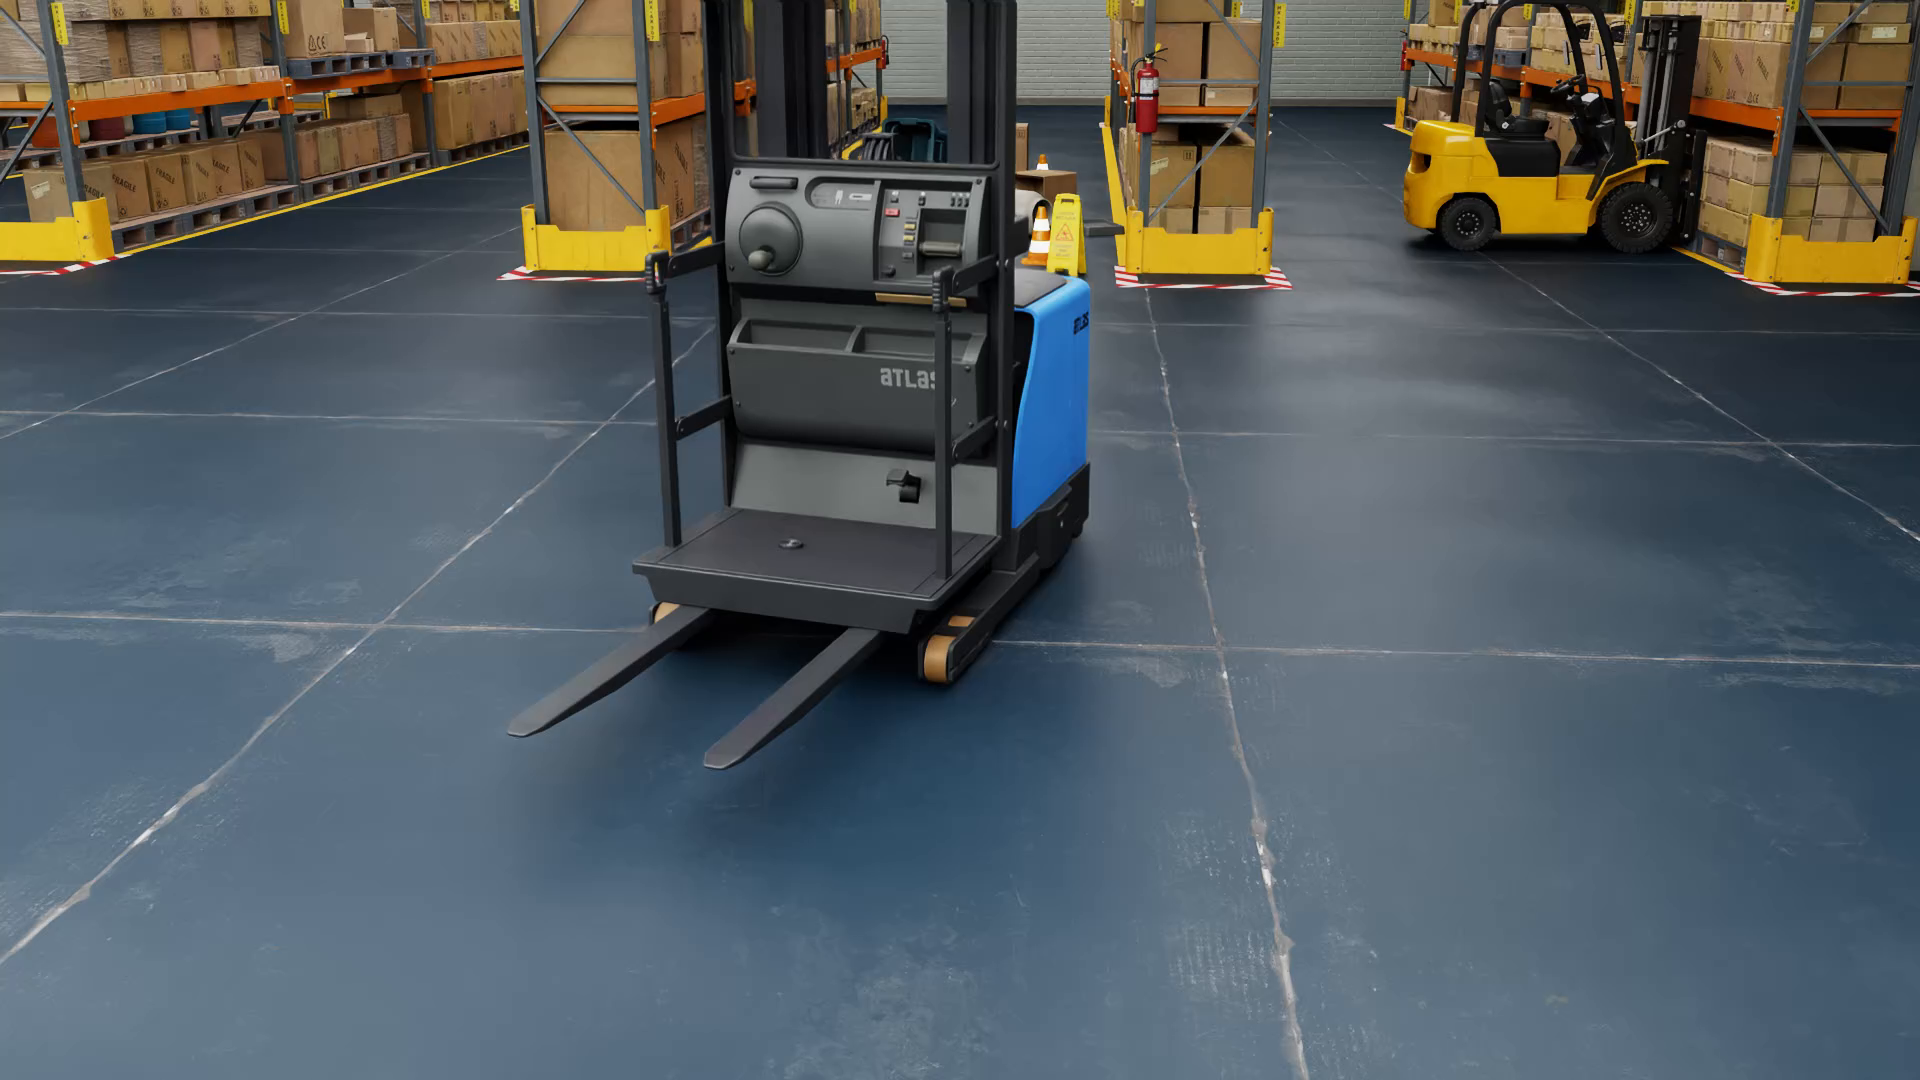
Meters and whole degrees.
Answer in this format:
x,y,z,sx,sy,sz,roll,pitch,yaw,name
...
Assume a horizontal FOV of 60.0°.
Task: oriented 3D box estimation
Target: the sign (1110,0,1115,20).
x,y,z,sx,sy,sz,roll,pitch,yaw,name
2.252,-7.808,24.417,0.100,0.325,0.005,1,18,4,sign

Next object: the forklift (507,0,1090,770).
x,y,z,sx,sy,sz,roll,pitch,yaw,name
-0.431,-1.059,5.447,1.130,2.935,3.031,6,19,19,forklift

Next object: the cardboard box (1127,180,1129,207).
x,y,z,sx,sy,sz,roll,pitch,yaw,name
1.894,-3.412,16.261,0.500,0.250,0.500,2,18,7,cardboard box

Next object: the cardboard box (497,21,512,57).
x,y,z,sx,sy,sz,roll,pitch,yaw,name
-6.882,-7.311,24.257,0.500,0.500,0.500,2,18,6,cardboard box

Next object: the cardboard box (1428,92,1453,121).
x,y,z,sx,sy,sz,roll,pitch,yaw,name
7.731,-6.717,25.944,0.700,0.500,0.500,1,18,2,cardboard box

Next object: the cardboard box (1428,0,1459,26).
x,y,z,sx,sy,sz,roll,pitch,yaw,name
7.635,-8.306,26.012,0.500,0.500,0.500,2,18,5,cardboard box

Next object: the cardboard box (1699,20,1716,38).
x,y,z,sx,sy,sz,roll,pitch,yaw,name
6.768,-4.536,14.746,0.380,0.149,0.250,1,18,3,cardboard box

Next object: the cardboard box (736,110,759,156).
x,y,z,sx,sy,sz,roll,pitch,yaw,name
-2.757,-4.267,18.066,1.050,0.750,0.750,1,18,4,cardboard box

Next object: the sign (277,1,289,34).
x,y,z,sx,sy,sz,roll,pitch,yaw,name
-7.110,-5.485,17.456,0.100,0.325,0.005,1,18,4,sign

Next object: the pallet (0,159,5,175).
x,y,z,sx,sy,sz,roll,pitch,yaw,name
-12.490,-4.494,20.299,1.003,0.211,1.213,1,18,4,pallet

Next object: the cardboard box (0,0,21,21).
x,y,z,sx,sy,sz,roll,pitch,yaw,name
-8.146,-4.682,14.150,0.500,0.500,0.500,1,18,4,cardboard box

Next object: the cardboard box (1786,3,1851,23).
x,y,z,sx,sy,sz,roll,pitch,yaw,name
6.712,-4.124,13.010,0.380,0.149,0.250,1,18,4,cardboard box

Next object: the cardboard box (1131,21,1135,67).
x,y,z,sx,sy,sz,roll,pitch,yaw,name
1.861,-4.609,15.533,0.500,0.500,0.500,1,18,3,cardboard box

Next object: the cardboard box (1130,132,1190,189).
x,y,z,sx,sy,sz,roll,pitch,yaw,name
1.820,-3.443,15.150,0.500,0.500,0.500,1,18,3,cardboard box

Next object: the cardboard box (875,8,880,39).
x,y,z,sx,sy,sz,roll,pitch,yaw,name
-1.627,-8.712,28.056,0.500,0.500,0.500,2,18,5,cardboard box

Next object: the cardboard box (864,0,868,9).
x,y,z,sx,sy,sz,roll,pitch,yaw,name
-1.736,-8.702,26.417,0.500,0.500,0.500,1,18,2,cardboard box

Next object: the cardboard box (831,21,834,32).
x,y,z,sx,sy,sz,roll,pitch,yaw,name
-2.009,-7.361,23.822,0.380,0.149,0.250,2,18,6,cardboard box

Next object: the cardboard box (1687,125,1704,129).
x,y,z,sx,sy,sz,roll,pitch,yaw,name
6.789,-3.819,15.897,0.500,0.250,0.500,1,18,4,cardboard box

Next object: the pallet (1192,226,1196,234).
x,y,z,sx,sy,sz,roll,pitch,yaw,name
2.045,-2.570,14.428,1.003,0.211,1.213,1,18,4,pallet

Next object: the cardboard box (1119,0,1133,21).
x,y,z,sx,sy,sz,roll,pitch,yaw,name
1.742,-4.765,14.405,0.700,0.500,0.500,1,18,3,cardboard box

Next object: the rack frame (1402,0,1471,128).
x,y,z,sx,sy,sz,roll,pitch,yaw,name
8.044,-8.480,27.985,1.000,3.000,0.127,1,18,4,rack frame

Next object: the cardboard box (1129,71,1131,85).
x,y,z,sx,sy,sz,roll,pitch,yaw,name
1.890,-4.652,16.708,0.380,0.149,0.250,1,18,4,cardboard box

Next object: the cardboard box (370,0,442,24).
x,y,z,sx,sy,sz,roll,pitch,yaw,name
-7.297,-7.077,21.932,0.797,0.503,0.637,2,18,6,cardboard box

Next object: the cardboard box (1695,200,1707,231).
x,y,z,sx,sy,sz,roll,pitch,yaw,name
6.705,-2.866,14.593,0.500,0.250,0.500,1,18,5,cardboard box

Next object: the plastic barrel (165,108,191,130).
x,y,z,sx,sy,sz,roll,pitch,yaw,name
-12.075,-6.713,25.288,0.600,0.901,0.708,1,18,4,plastic barrel

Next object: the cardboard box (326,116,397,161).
x,y,z,sx,sy,sz,roll,pitch,yaw,name
-7.421,-4.966,20.570,0.700,0.500,0.500,0,18,-1,cardboard box

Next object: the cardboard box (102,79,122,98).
x,y,z,sx,sy,sz,roll,pitch,yaw,name
-7.611,-3.960,14.594,0.380,0.149,0.250,1,18,4,cardboard box

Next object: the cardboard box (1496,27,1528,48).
x,y,z,sx,sy,sz,roll,pitch,yaw,name
7.223,-6.458,21.382,0.500,0.250,0.500,0,18,1,cardboard box

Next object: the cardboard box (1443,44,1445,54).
x,y,z,sx,sy,sz,roll,pitch,yaw,name
7.565,-7.466,25.295,0.380,0.149,0.250,2,18,5,cardboard box

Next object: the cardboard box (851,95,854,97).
x,y,z,sx,sy,sz,roll,pitch,yaw,name
-1.864,-6.902,26.117,0.380,0.149,0.250,1,18,2,cardboard box

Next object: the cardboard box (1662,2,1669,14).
x,y,z,sx,sy,sz,roll,pitch,yaw,name
6.954,-5.074,15.911,0.380,0.149,0.250,2,18,5,cardboard box

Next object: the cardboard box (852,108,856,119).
x,y,z,sx,sy,sz,roll,pitch,yaw,name
-1.794,-6.518,25.424,0.380,0.149,0.250,2,18,6,cardboard box

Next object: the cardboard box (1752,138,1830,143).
x,y,z,sx,sy,sz,roll,pitch,yaw,name
7.199,-3.334,14.416,0.500,0.250,0.500,1,18,4,cardboard box

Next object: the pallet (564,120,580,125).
x,y,z,sx,sy,sz,roll,pitch,yaw,name
-6.861,-6.858,27.512,1.003,0.211,1.213,1,18,4,pallet

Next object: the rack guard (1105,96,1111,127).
x,y,z,sx,sy,sz,roll,pitch,yaw,name
3.094,-7.409,28.732,1.175,0.500,0.348,1,18,4,rack guard

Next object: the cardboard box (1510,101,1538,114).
x,y,z,sx,sy,sz,roll,pitch,yaw,name
7.242,-5.560,21.371,0.380,0.149,0.250,0,18,1,cardboard box

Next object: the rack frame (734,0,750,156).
x,y,z,sx,sy,sz,roll,pitch,yaw,name
-2.712,-4.942,17.187,1.000,3.000,0.127,1,18,4,rack frame

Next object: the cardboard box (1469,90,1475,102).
x,y,z,sx,sy,sz,roll,pitch,yaw,name
7.523,-6.364,23.827,0.380,0.149,0.250,1,18,2,cardboard box

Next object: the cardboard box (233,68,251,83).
x,y,z,sx,sy,sz,roll,pitch,yaw,name
-7.480,-4.737,16.967,0.380,0.149,0.250,1,18,4,cardboard box

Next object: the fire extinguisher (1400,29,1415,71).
x,y,z,sx,sy,sz,roll,pitch,yaw,name
7.593,-8.322,28.226,0.296,0.674,0.183,1,18,4,fire extinguisher

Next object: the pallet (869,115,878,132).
x,y,z,sx,sy,sz,roll,pitch,yaw,name
-1.951,-7.068,28.156,1.003,0.211,1.213,1,18,4,pallet

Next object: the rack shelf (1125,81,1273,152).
x,y,z,sx,sy,sz,roll,pitch,yaw,name
2.089,-3.900,15.162,1.077,0.370,4.000,1,18,4,rack shelf

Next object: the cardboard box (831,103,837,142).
x,y,z,sx,sy,sz,roll,pitch,yaw,name
-2.019,-5.884,23.403,0.500,0.500,0.500,1,18,3,cardboard box

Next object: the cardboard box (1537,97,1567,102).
x,y,z,sx,sy,sz,roll,pitch,yaw,name
7.885,-5.796,22.091,0.380,0.149,0.250,1,18,3,cardboard box

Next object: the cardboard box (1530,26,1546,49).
x,y,z,sx,sy,sz,roll,pitch,yaw,name
7.170,-6.030,19.945,0.500,0.250,0.500,1,18,4,cardboard box

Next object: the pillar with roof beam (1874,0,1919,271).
x,y,z,sx,sy,sz,roll,pitch,yaw,name
3.552,-6.654,12.777,9.100,9.000,0.400,1,18,4,pillar with roof beam

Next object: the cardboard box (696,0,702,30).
x,y,z,sx,sy,sz,roll,pitch,yaw,name
-2.872,-5.074,15.616,0.875,0.550,0.550,1,18,4,cardboard box

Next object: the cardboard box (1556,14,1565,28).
x,y,z,sx,sy,sz,roll,pitch,yaw,name
7.137,-6.014,19.257,0.380,0.149,0.250,1,18,5,cardboard box

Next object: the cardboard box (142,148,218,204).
x,y,z,sx,sy,sz,roll,pitch,yaw,name
-7.720,-3.599,16.431,0.500,0.500,0.500,0,18,-1,cardboard box

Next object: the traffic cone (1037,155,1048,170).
x,y,z,sx,sy,sz,roll,pitch,yaw,name
0.925,-4.073,18.611,0.336,0.463,0.334,1,18,4,traffic cone
